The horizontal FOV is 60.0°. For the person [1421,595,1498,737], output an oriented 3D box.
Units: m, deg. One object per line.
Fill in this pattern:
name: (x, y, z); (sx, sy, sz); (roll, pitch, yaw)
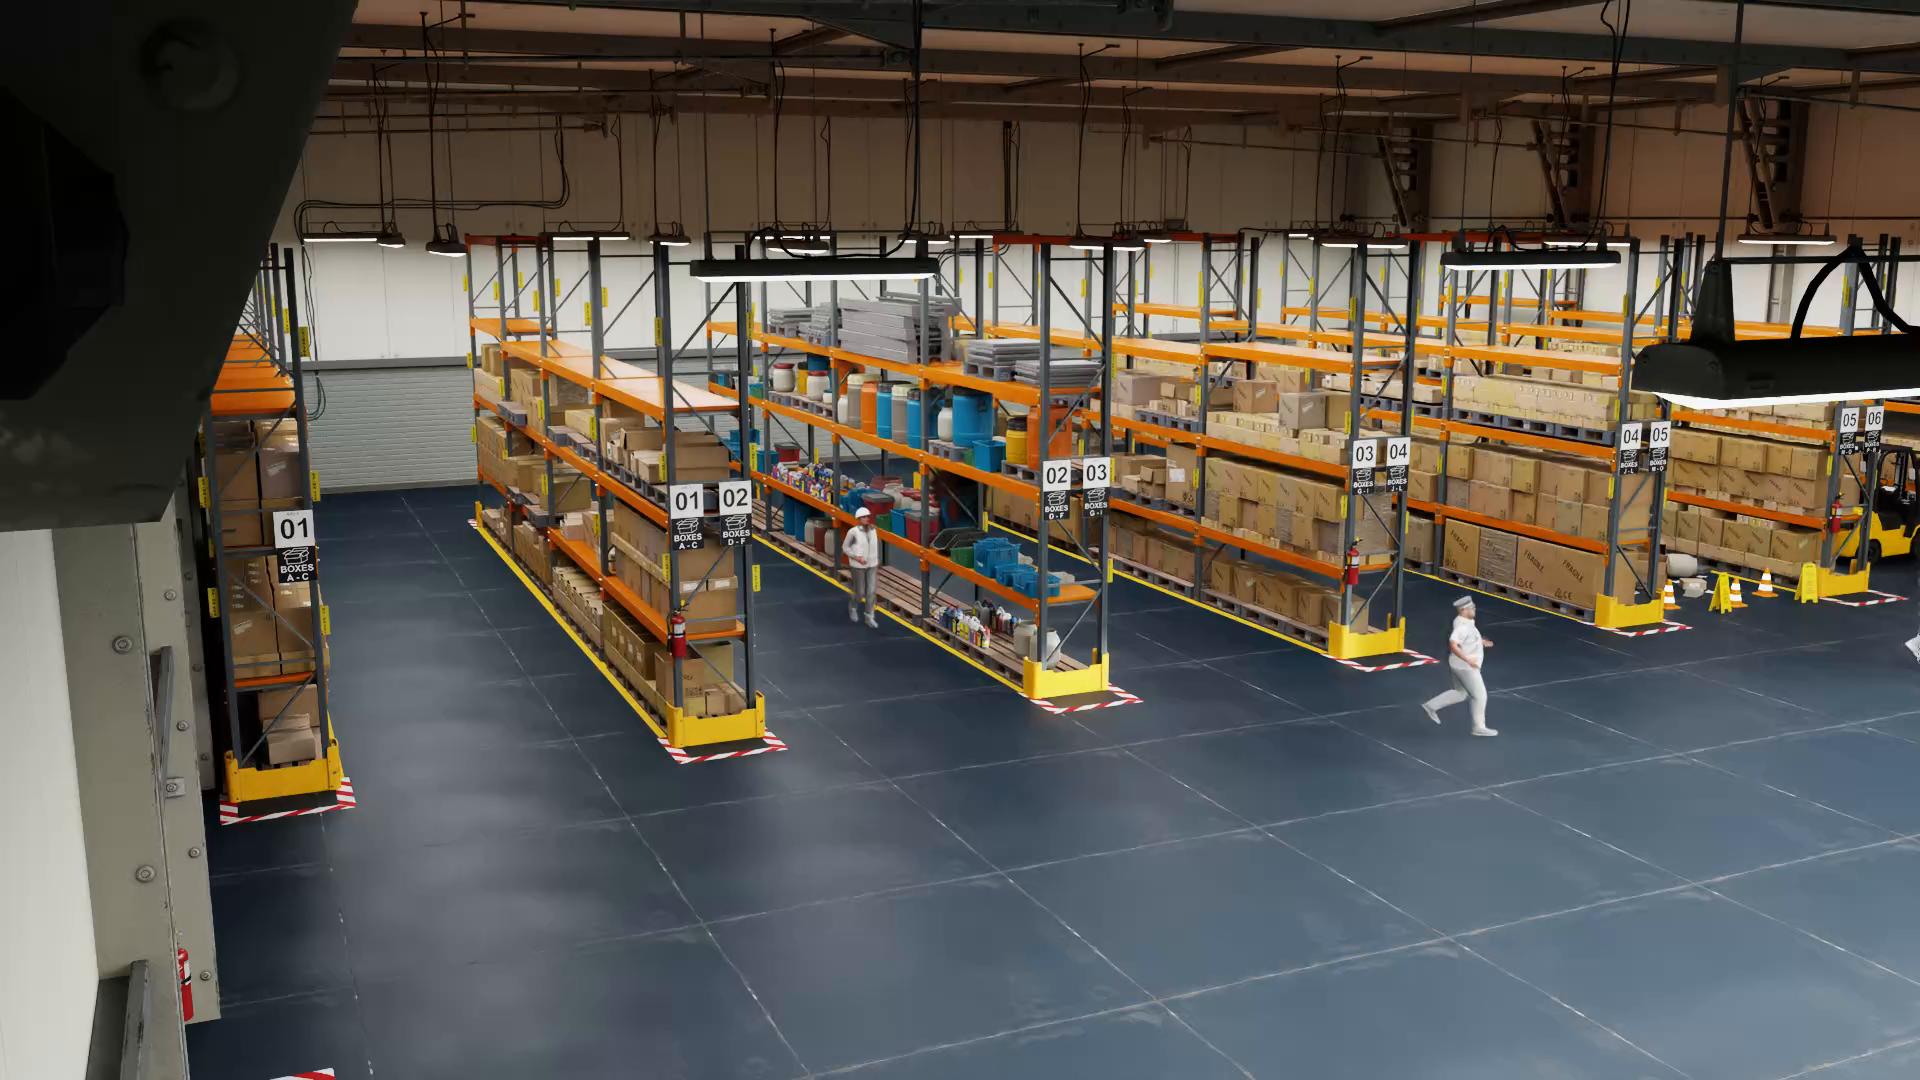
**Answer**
person: (6.213, 1.540, 20.531); (0.920, 1.754, 0.675); (2, 11, 8)

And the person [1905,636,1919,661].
person: (13.967, 0.961, 23.420); (1.034, 1.761, 0.728); (5, 12, 26)

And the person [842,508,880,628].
person: (-1.455, 0.395, 25.015); (0.665, 1.786, 0.765); (-6, 13, -29)
